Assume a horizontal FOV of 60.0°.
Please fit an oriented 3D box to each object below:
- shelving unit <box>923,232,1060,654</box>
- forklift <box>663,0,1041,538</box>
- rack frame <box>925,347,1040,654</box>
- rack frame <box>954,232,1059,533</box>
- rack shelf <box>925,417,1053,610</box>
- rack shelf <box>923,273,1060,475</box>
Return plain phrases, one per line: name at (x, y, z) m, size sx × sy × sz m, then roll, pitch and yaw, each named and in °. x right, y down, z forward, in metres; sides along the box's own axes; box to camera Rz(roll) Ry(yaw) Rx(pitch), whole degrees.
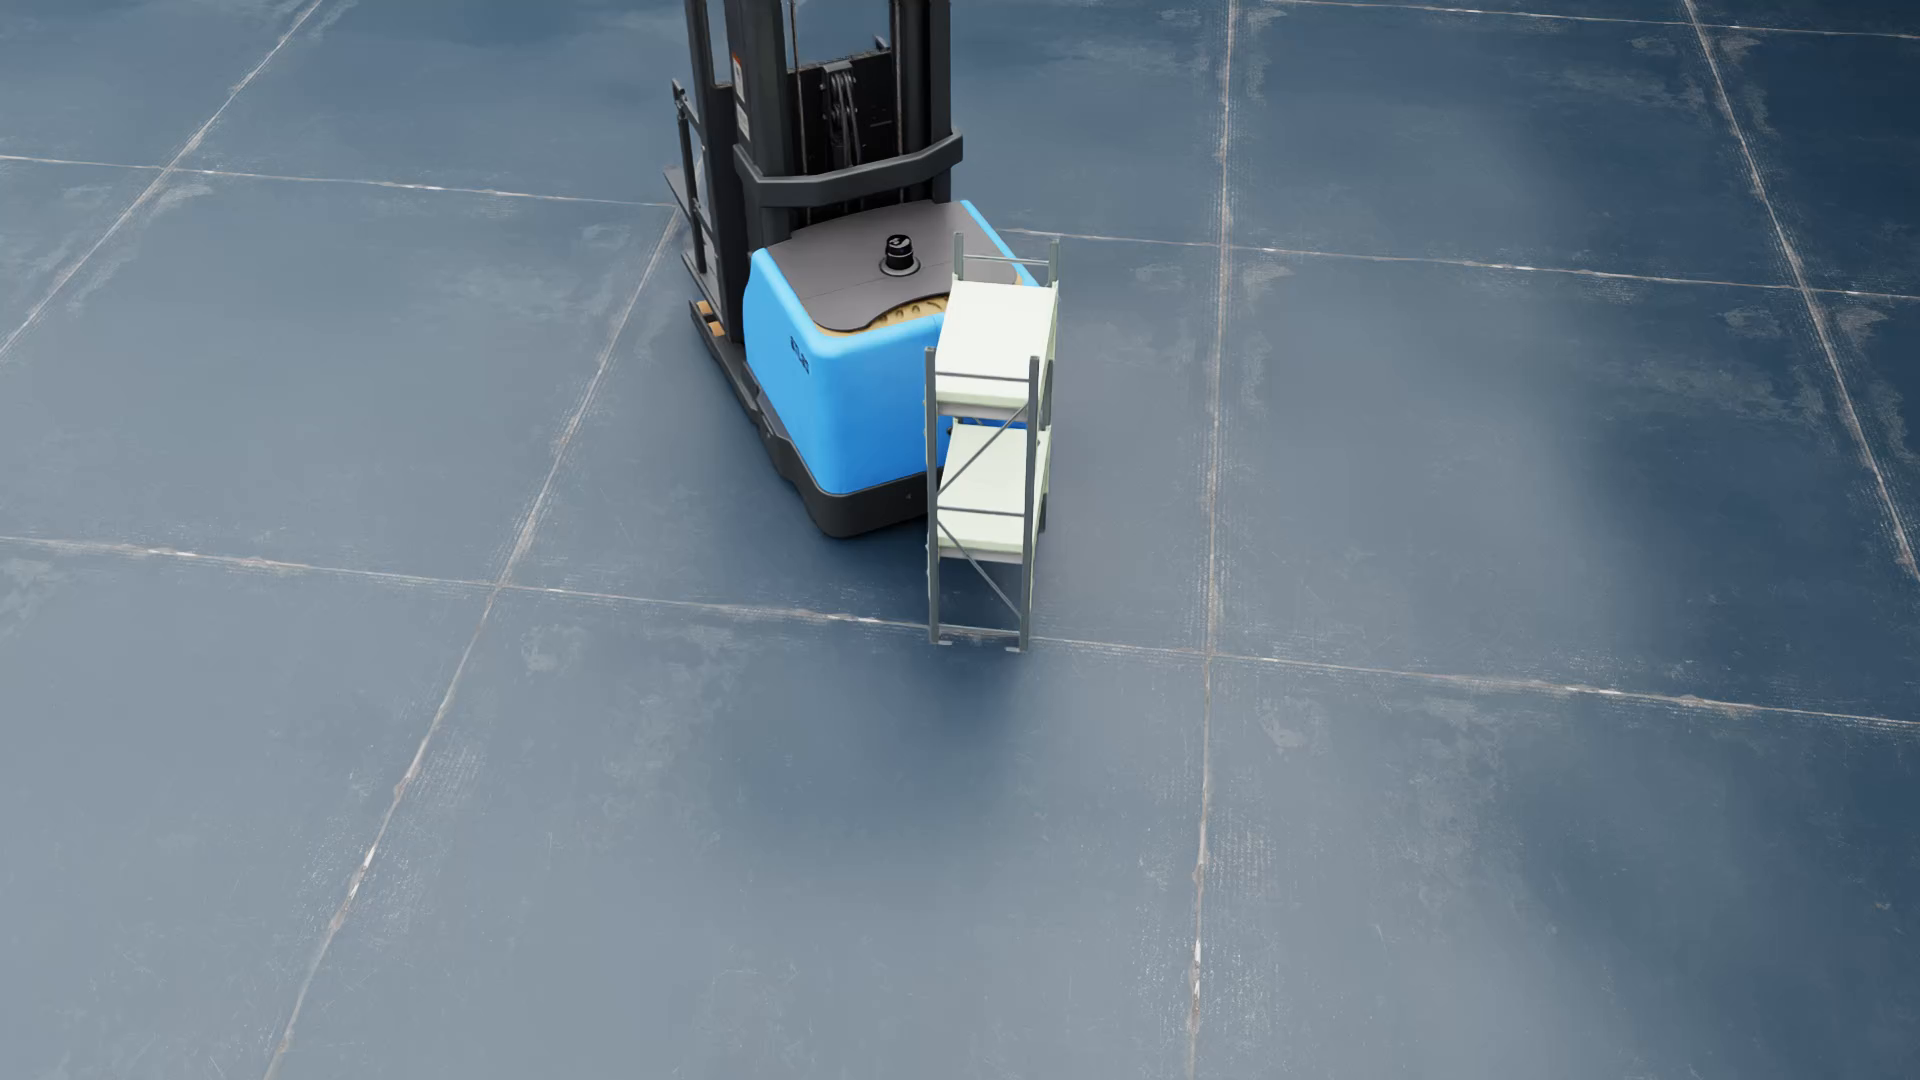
shelving unit at (0.127, -0.354, 6.555) m, size 0.431 × 1.500 × 0.755 m, roll 5°, pitch 44°, yaw 6°
forklift at (-0.704, -2.095, 7.353) m, size 1.130 × 2.935 × 3.031 m, roll -17°, pitch 46°, yaw -17°
rack frame at (0.077, -0.105, 6.292) m, size 0.400 × 1.500 × 0.023 m, roll 5°, pitch 44°, yaw 6°
rack frame at (0.176, -0.603, 6.819) m, size 0.400 × 1.500 × 0.023 m, roll 5°, pitch 44°, yaw 6°
rack shelf at (0.126, -0.117, 6.779) m, size 0.431 × 0.370 × 0.720 m, roll 5°, pitch 44°, yaw 6°
rack shelf at (0.127, -0.637, 6.287) m, size 0.431 × 0.370 × 0.720 m, roll 5°, pitch 44°, yaw 6°
